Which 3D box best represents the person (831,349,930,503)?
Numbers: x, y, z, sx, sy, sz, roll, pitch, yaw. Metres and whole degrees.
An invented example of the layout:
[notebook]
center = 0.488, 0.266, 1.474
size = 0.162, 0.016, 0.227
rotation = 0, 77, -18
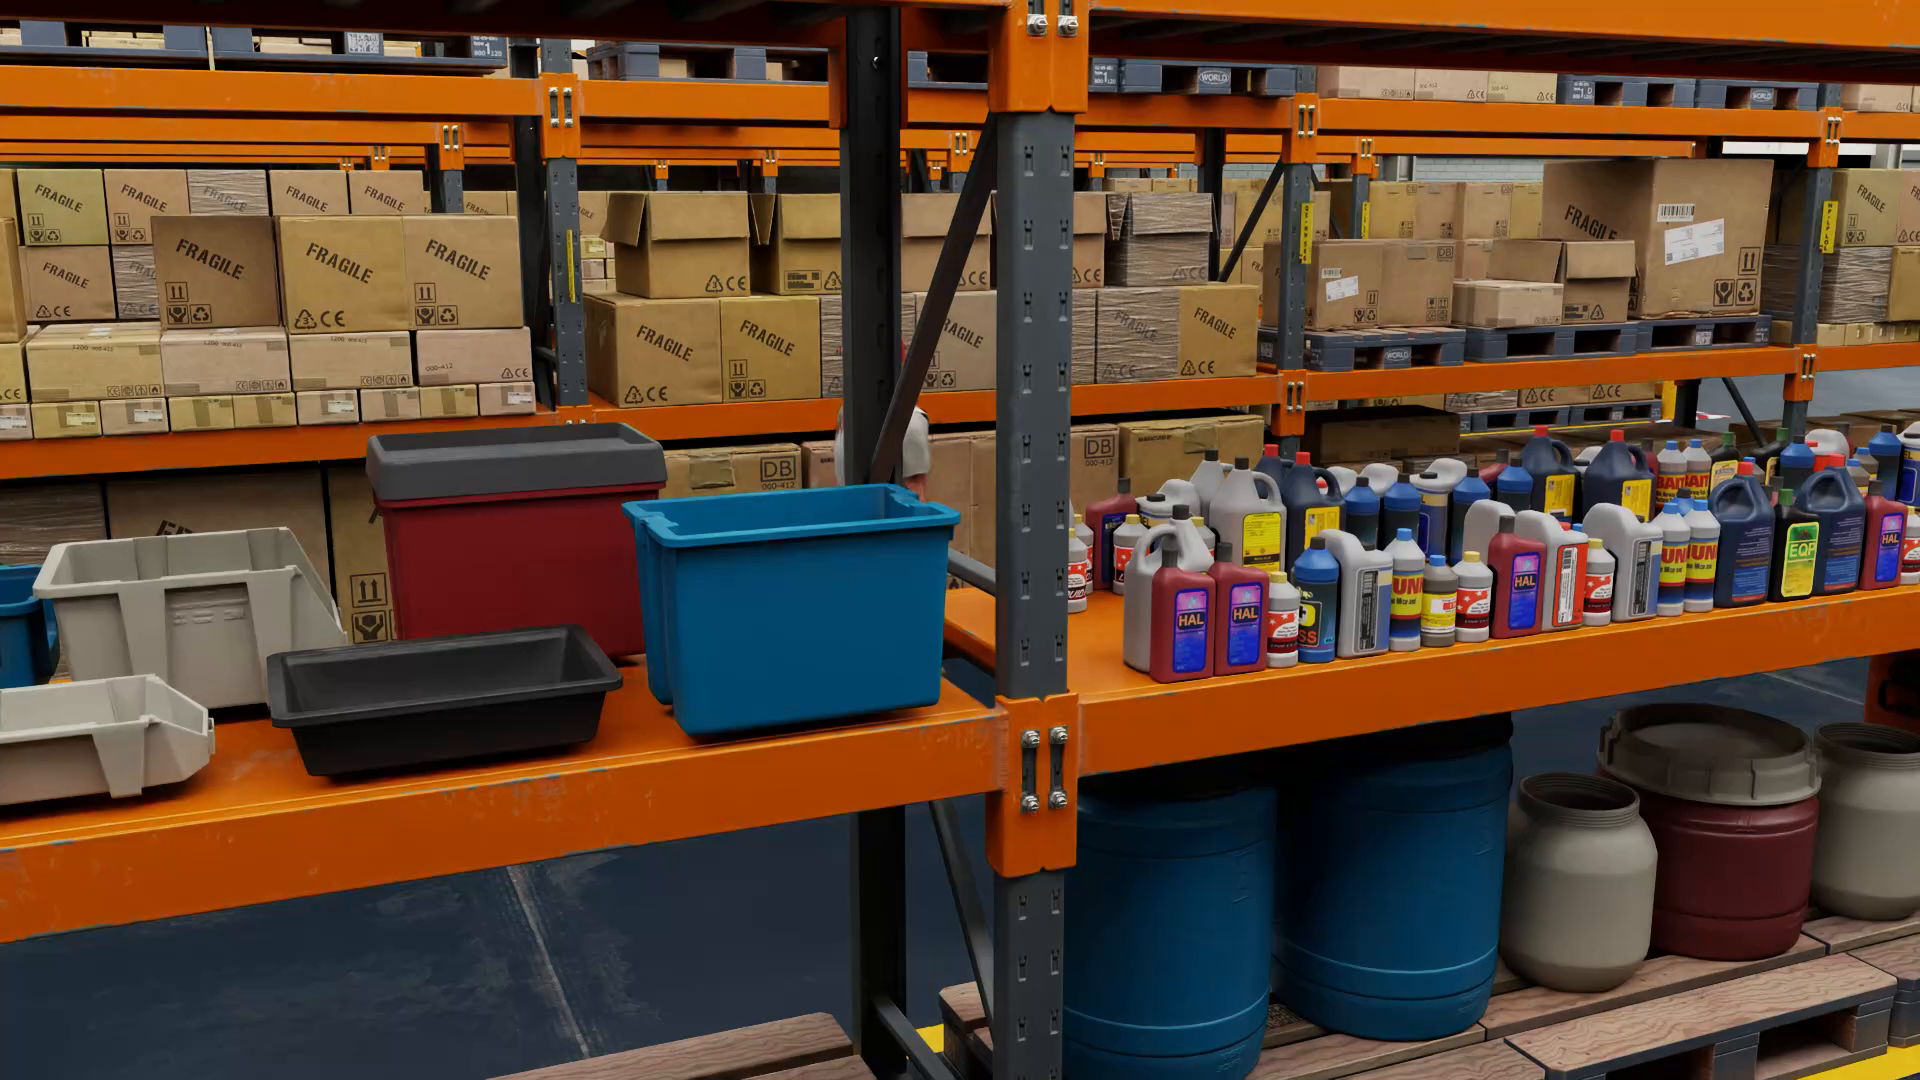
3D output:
[person]
center = -0.275, 0.005, 6.801
size = 0.550, 1.784, 0.597
rotation = -8, 14, -34
